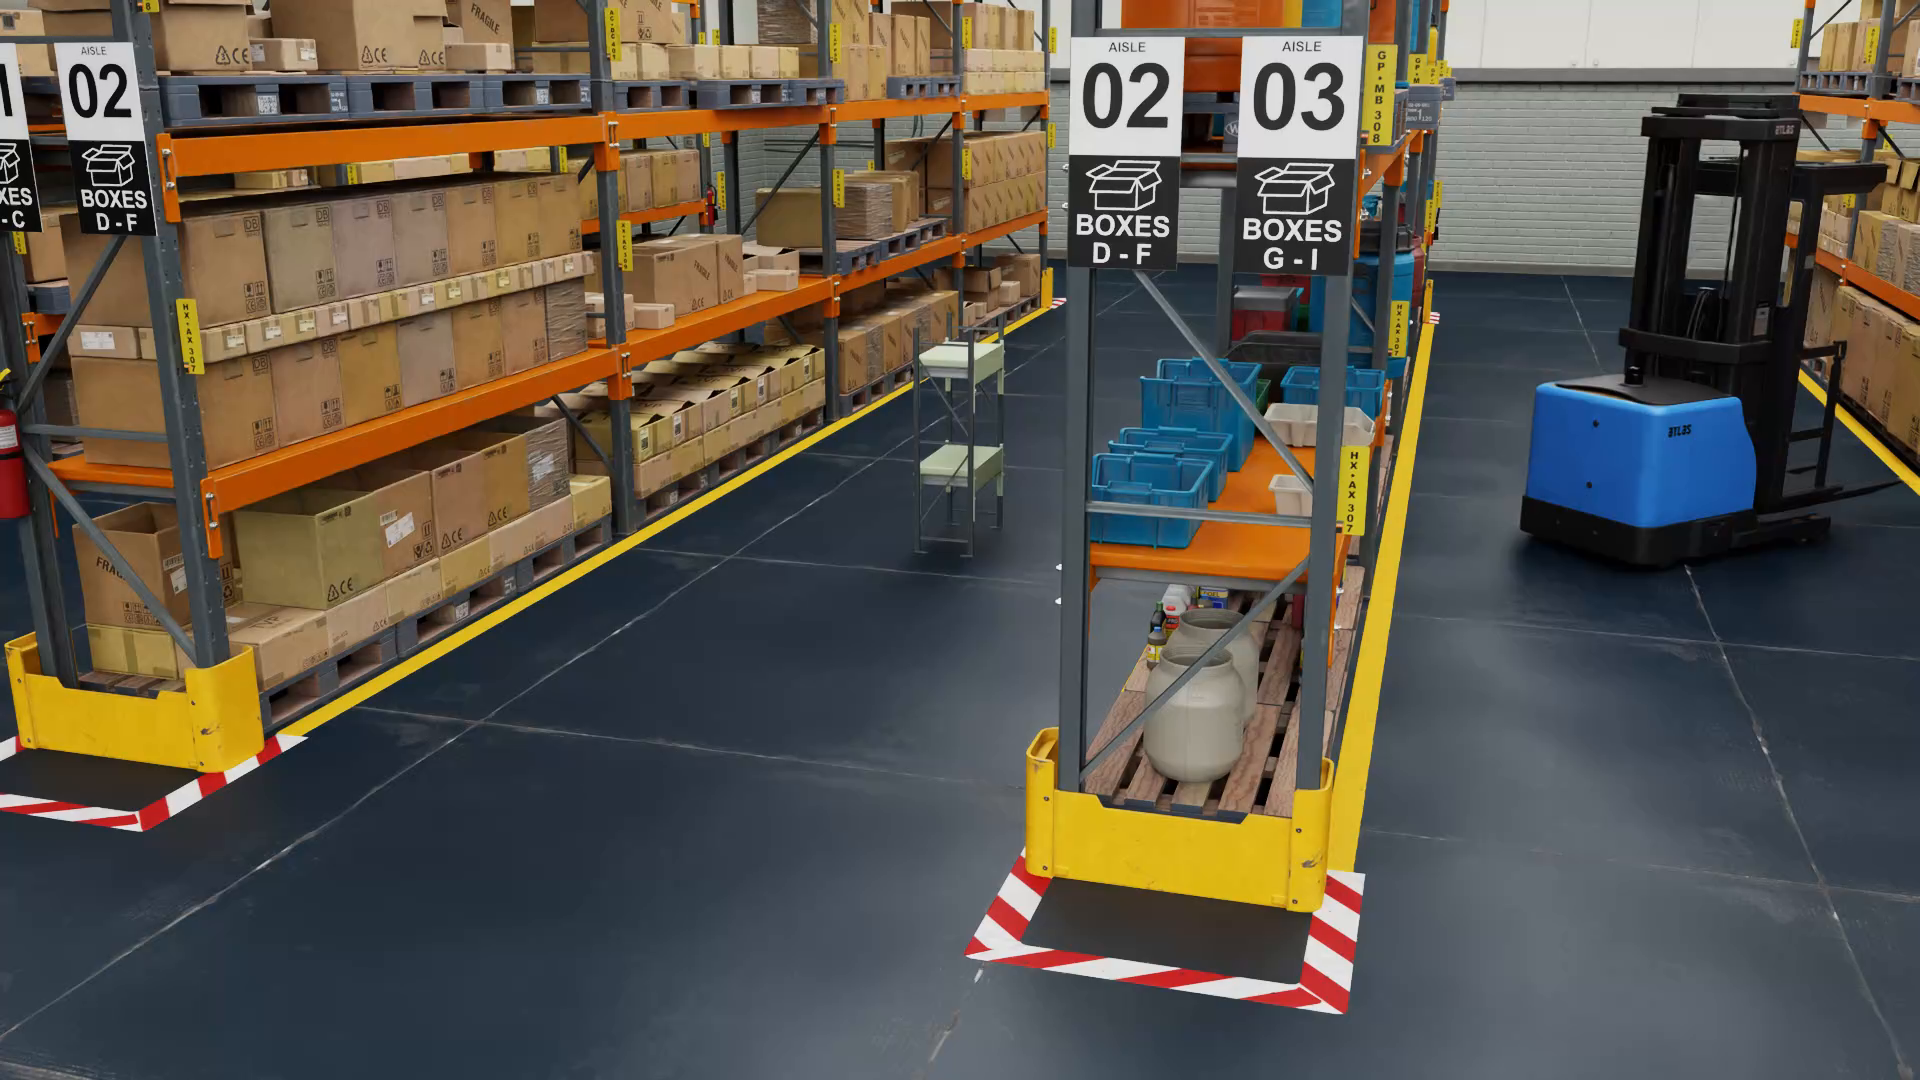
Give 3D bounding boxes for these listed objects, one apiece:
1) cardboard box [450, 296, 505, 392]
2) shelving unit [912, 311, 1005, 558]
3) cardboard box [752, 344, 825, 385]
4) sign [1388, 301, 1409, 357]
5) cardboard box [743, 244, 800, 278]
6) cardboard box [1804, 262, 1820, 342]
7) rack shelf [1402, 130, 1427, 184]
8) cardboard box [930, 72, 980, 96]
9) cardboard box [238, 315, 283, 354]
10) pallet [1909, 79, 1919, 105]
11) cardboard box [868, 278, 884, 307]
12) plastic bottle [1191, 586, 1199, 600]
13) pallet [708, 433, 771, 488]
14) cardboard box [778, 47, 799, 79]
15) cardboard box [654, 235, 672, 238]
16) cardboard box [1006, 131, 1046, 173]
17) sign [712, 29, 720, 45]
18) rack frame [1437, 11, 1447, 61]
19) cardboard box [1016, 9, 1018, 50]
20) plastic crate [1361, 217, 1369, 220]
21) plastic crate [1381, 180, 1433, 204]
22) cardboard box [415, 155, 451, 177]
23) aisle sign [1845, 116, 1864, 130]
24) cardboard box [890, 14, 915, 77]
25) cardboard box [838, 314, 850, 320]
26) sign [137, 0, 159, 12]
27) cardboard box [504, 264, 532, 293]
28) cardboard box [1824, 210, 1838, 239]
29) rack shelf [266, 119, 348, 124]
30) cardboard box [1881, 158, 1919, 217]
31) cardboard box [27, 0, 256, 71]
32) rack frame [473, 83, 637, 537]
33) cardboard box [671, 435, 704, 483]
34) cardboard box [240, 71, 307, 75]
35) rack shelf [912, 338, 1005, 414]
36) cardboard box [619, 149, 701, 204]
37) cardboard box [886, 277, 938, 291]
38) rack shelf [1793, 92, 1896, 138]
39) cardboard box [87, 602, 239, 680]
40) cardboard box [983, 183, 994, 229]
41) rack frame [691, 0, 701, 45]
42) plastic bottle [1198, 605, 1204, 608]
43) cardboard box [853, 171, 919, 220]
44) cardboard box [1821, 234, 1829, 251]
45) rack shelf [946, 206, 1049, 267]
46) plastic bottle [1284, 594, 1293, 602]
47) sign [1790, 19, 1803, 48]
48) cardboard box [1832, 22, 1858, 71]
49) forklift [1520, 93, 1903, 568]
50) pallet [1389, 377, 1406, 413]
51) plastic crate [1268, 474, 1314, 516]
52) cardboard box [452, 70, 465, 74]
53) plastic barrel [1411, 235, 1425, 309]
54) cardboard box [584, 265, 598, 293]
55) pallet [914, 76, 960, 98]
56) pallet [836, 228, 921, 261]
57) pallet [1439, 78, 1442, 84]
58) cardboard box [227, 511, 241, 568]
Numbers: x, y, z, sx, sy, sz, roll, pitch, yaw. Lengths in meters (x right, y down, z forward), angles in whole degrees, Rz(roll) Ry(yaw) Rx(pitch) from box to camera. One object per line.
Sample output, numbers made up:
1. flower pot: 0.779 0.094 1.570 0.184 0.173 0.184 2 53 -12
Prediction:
1. cardboard box: -3.143 -1.181 9.813 0.700 0.500 0.500 5 17 17
2. shelving unit: -0.002 -0.720 11.119 0.431 1.500 0.755 5 16 16
3. cardboard box: -1.509 -1.558 14.569 0.500 0.311 0.500 5 17 17
4. sign: 2.540 -1.222 9.632 0.100 0.325 0.005 5 16 16
5. cardboard box: -1.741 -2.431 14.566 0.500 0.311 0.500 6 17 19
6. cardboard box: 9.811 -2.658 18.326 0.875 0.875 0.875 5 16 16
7. rack shelf: 2.584 -2.754 11.364 1.077 0.370 4.000 5 16 16
8. cardboard box: -0.084 -5.091 18.559 0.500 0.250 0.500 5 16 16
9. cardboard box: -3.479 -0.988 7.944 0.380 0.149 0.250 4 16 14
10. pallet: 8.348 -3.614 13.423 1.003 0.211 1.213 5 17 18
11. cardboard box: -1.114 -2.613 17.444 0.500 0.250 0.500 5 16 16
12. plastic bottle: 1.214 0.268 8.935 0.144 0.351 0.185 4 16 15
13. pallet: -2.216 -0.694 13.388 1.003 0.211 1.213 5 16 16
14. cardboard box: -1.671 -4.015 13.998 0.500 0.250 0.500 3 16 12
15. cardboard box: -4.038 -4.115 22.962 0.380 0.149 0.250 4 16 15
16. cardboard box: 0.815 -5.050 21.621 0.500 0.500 0.500 4 16 15
17. sign: -2.116 -4.300 14.548 0.100 0.325 0.005 5 16 16
18. rack frame: 5.426 -7.160 20.080 1.000 3.000 0.127 5 16 16
19. cardboard box: 0.324 -6.371 20.781 0.700 0.500 0.500 5 16 16
20. plastic crate: 4.496 -3.608 18.926 0.293 0.136 0.466 5 16 16
21. plastic crate: 5.510 -4.217 20.526 0.616 0.435 0.499 5 16 16
22. cardboard box: -5.680 -3.881 17.376 0.500 0.250 0.500 5 17 16
23. aisle sign: 10.483 -5.136 19.175 0.394 0.787 0.004 5 16 16
24. cardboard box: -0.841 -5.051 17.006 0.600 0.600 0.600 4 16 15
25. cardboard box: -1.408 -1.973 16.563 0.500 0.500 0.500 4 16 14
26. sign: -3.339 -2.330 6.802 0.100 0.325 0.005 5 16 16
27. cardboard box: -2.822 -1.589 10.064 0.380 0.149 0.250 5 16 16
28. cardboard box: 9.056 -3.185 16.792 0.500 0.250 0.500 5 17 18
29. rack shelf: -5.778 -4.569 17.762 1.077 0.370 4.000 5 16 16
30. cardboard box: 8.864 -3.206 15.113 0.797 0.503 0.637 4 16 14
31. cardboard box: -3.702 -2.385 7.528 0.797 0.503 0.637 6 17 20
32. rack frame: -2.733 -1.519 11.188 1.000 3.000 0.127 5 16 16
33. cardboard box: -2.234 -0.618 12.281 0.500 0.250 0.500 5 17 17
34. cardboard box: -6.292 -4.149 15.091 0.500 0.311 0.500 5 16 16
35. rack shelf: -0.002 -1.095 11.012 0.431 0.370 0.720 5 16 16
36. cardboard box: -4.208 -5.052 23.094 0.980 0.700 0.700 5 17 18
37. cardboard box: -0.569 -2.792 19.451 0.500 0.500 0.500 5 16 16
38. rack shelf: 9.606 -4.463 17.389 1.077 0.370 4.000 5 16 16
39. cardboard box: -4.000 0.485 8.392 0.500 0.250 0.500 5 16 16
40. cardboard box: 0.089 -3.907 19.422 0.500 0.500 0.500 5 17 17
41. rack frame: -4.073 -7.928 22.789 1.000 3.000 0.127 5 16 16
42. plastic bottle: 1.243 0.437 8.613 0.097 0.201 0.097 0 16 0
43. cardboard box: -0.808 -3.756 18.120 0.700 0.500 0.500 -1 16 -3
44. cardboard box: 9.029 -3.029 16.972 0.380 0.149 0.250 5 17 17
45. rack shelf: 0.109 -3.789 20.510 1.077 0.370 4.000 5 16 16
46. plastic bottle: 1.905 0.201 9.310 0.152 0.276 0.135 5 16 16
47. sign: 9.644 -5.836 19.163 0.100 0.325 0.005 5 16 16
48. cardboard box: 9.702 -5.214 17.580 0.700 0.500 0.500 3 16 12
49. forklift: 5.347 -1.502 11.252 3.031 2.935 1.130 -9 18 -29
50. pallet: 3.685 -1.367 15.761 1.003 0.211 1.213 5 16 16
51. plastic crate: 1.442 -0.170 6.914 0.298 0.136 0.250 5 16 16
52. cardboard box: -5.661 -5.326 18.122 0.700 0.500 0.500 4 16 15
53. plastic barrel: 3.311 -2.101 12.991 0.600 0.536 0.708 5 16 16
54. cardboard box: -4.899 -3.182 20.864 0.700 0.500 0.500 5 17 17
55. pallet: -0.712 -4.800 17.601 1.213 0.211 1.003 5 16 16
56. pallet: -1.048 -2.982 16.699 1.003 0.211 1.213 5 16 16
57. pallet: 3.463 -3.725 13.815 1.003 0.211 1.213 5 16 16
58. cardboard box: -3.732 -0.139 9.217 0.500 0.500 0.500 5 16 16
